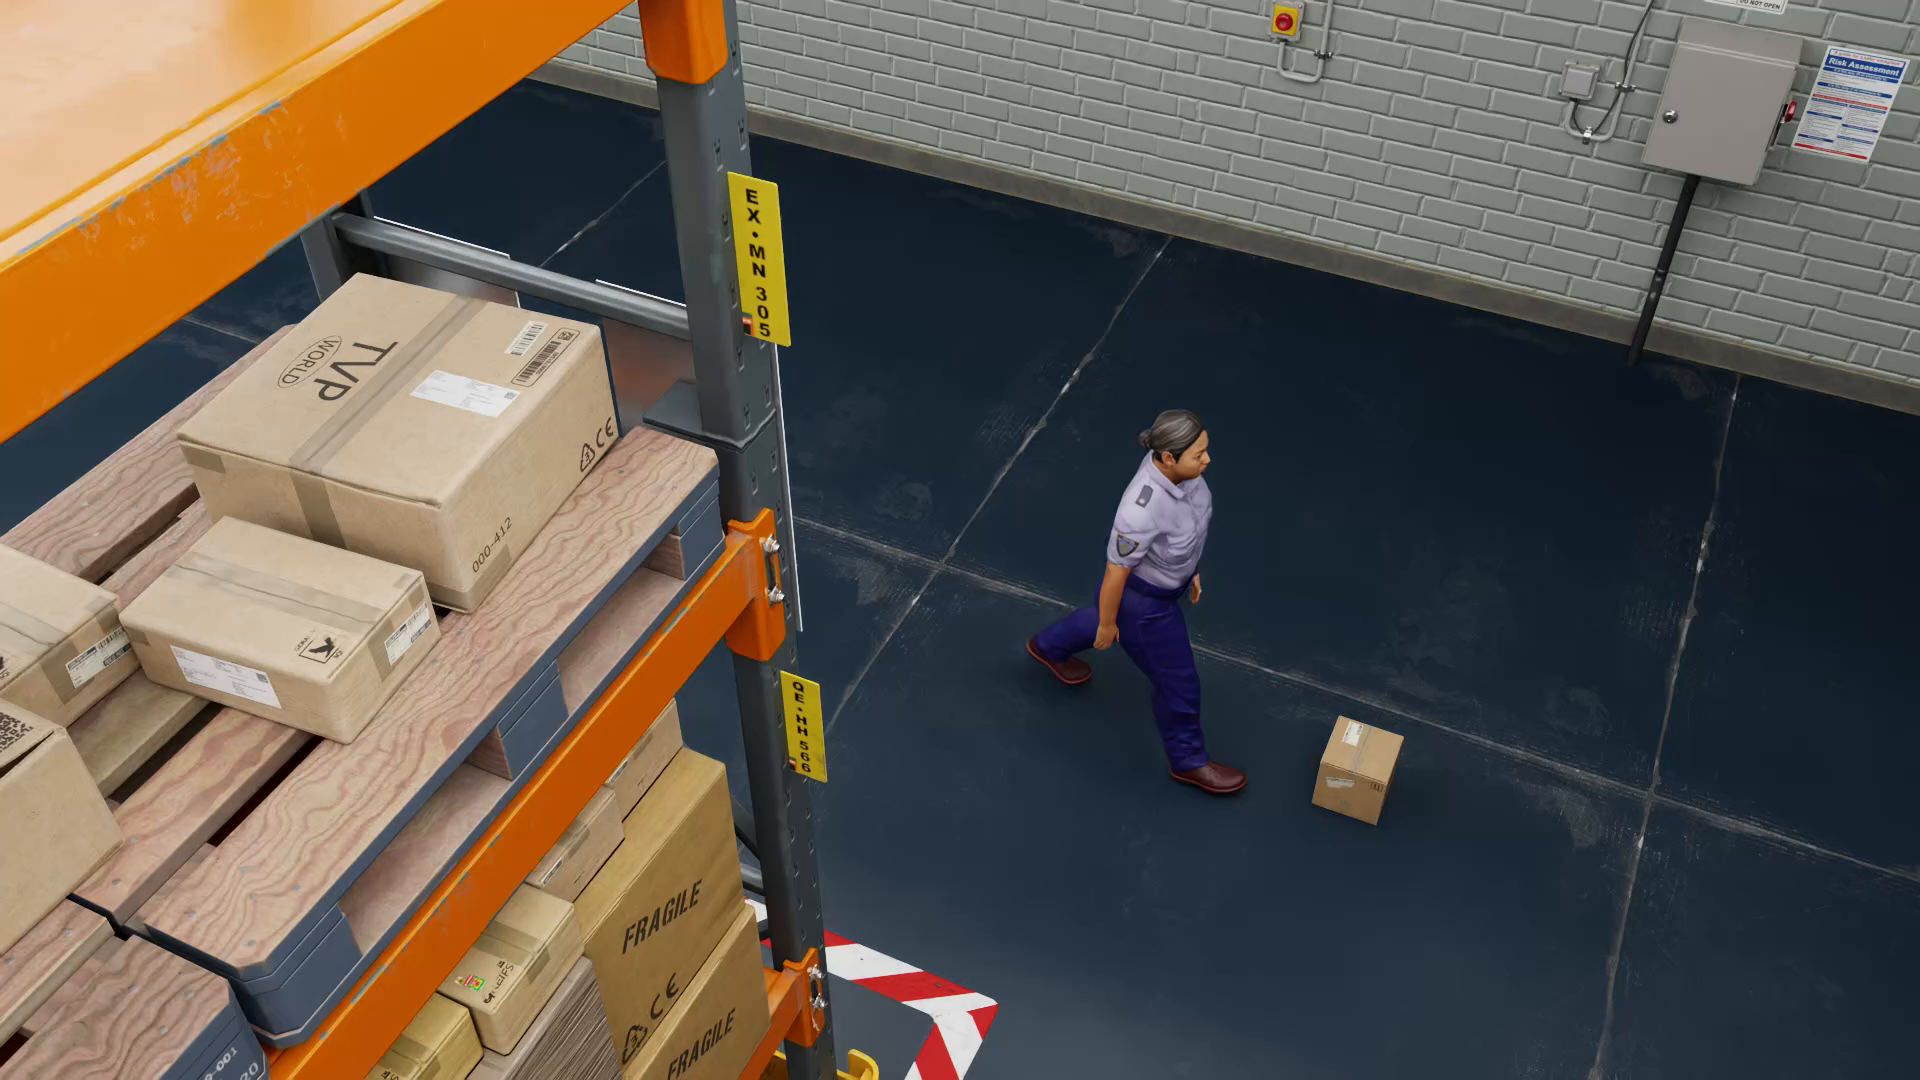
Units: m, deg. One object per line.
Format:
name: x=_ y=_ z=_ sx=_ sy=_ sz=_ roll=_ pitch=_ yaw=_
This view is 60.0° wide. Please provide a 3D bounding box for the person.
person: x=0.671 y=0.163 z=6.000 sx=0.988 sy=1.601 sz=0.497 roll=16 pitch=45 yaw=16
